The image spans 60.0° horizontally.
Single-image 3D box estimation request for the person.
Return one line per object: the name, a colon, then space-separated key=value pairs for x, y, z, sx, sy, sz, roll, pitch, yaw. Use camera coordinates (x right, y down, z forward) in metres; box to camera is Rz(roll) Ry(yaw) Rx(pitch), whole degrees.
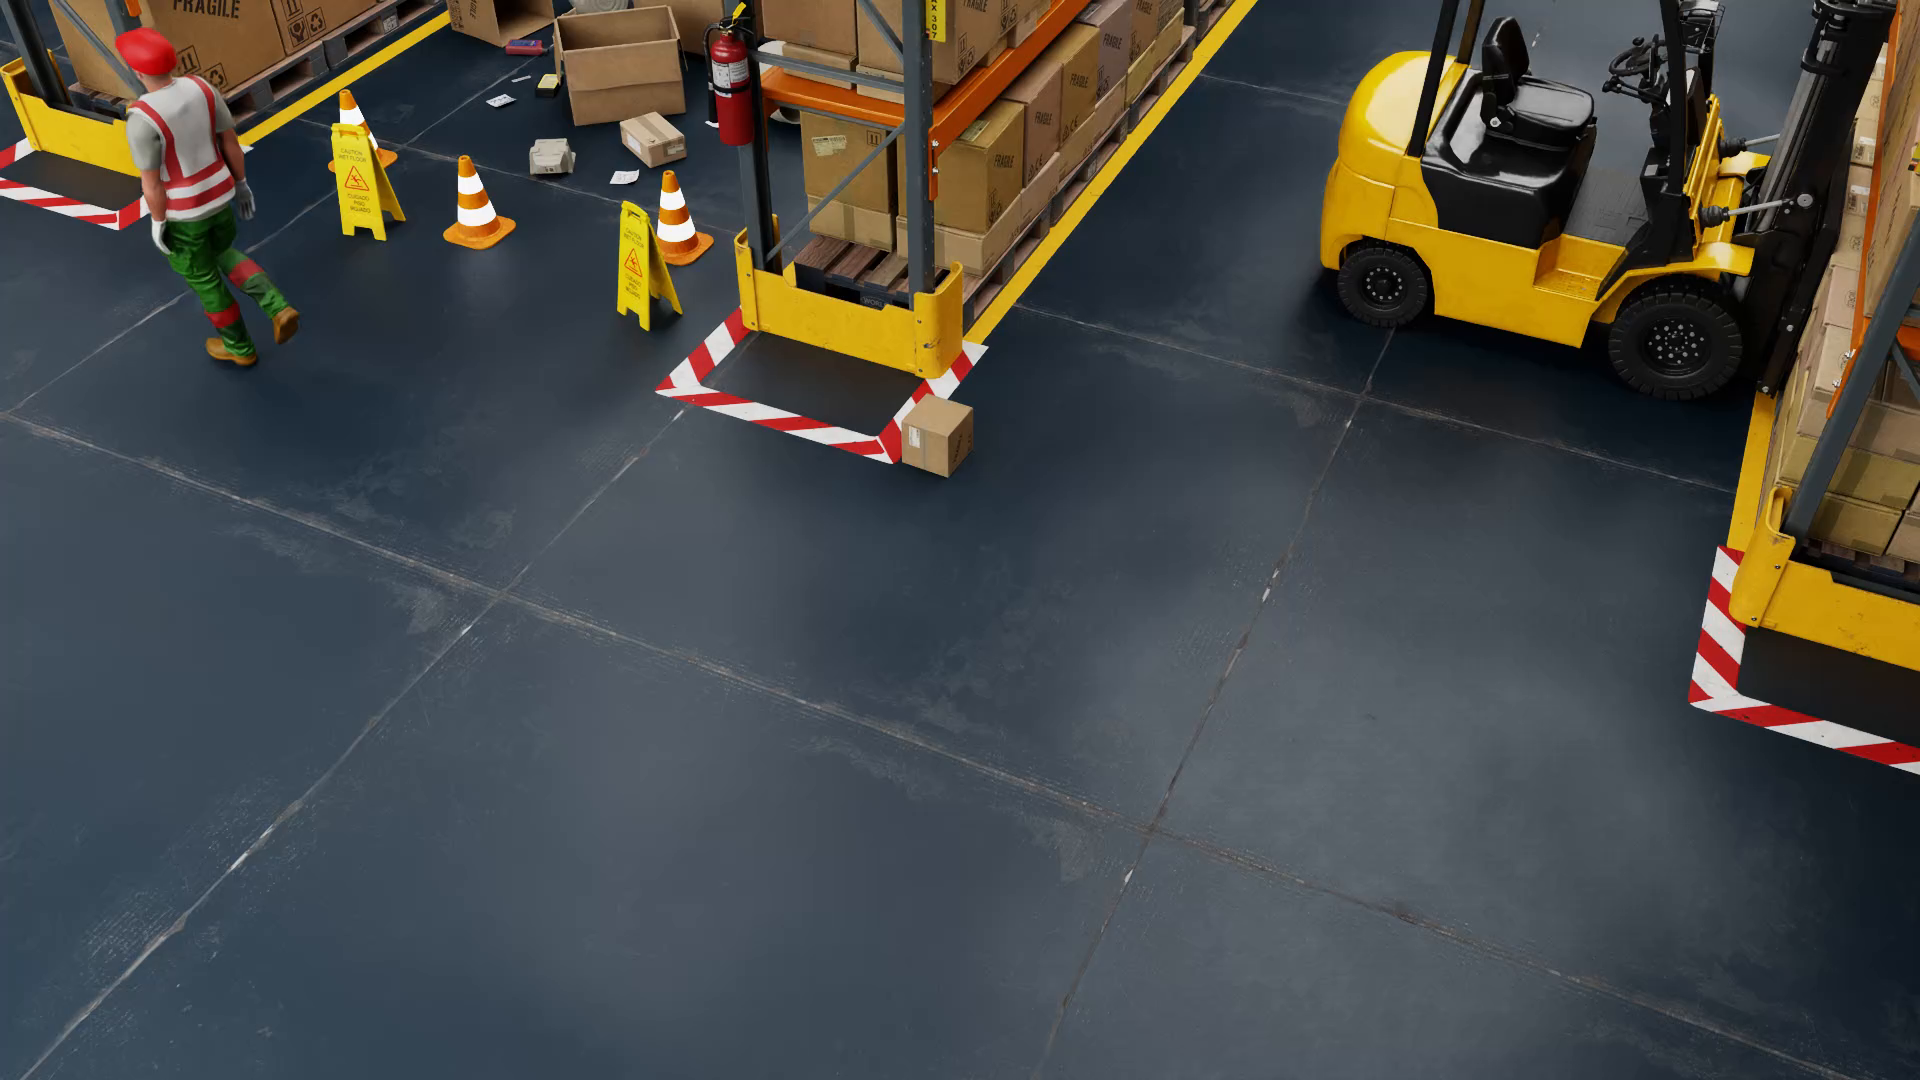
person: x=-3.599 y=-1.593 z=7.907 sx=0.544 sy=1.779 sz=0.529 roll=17 pitch=44 yaw=19
